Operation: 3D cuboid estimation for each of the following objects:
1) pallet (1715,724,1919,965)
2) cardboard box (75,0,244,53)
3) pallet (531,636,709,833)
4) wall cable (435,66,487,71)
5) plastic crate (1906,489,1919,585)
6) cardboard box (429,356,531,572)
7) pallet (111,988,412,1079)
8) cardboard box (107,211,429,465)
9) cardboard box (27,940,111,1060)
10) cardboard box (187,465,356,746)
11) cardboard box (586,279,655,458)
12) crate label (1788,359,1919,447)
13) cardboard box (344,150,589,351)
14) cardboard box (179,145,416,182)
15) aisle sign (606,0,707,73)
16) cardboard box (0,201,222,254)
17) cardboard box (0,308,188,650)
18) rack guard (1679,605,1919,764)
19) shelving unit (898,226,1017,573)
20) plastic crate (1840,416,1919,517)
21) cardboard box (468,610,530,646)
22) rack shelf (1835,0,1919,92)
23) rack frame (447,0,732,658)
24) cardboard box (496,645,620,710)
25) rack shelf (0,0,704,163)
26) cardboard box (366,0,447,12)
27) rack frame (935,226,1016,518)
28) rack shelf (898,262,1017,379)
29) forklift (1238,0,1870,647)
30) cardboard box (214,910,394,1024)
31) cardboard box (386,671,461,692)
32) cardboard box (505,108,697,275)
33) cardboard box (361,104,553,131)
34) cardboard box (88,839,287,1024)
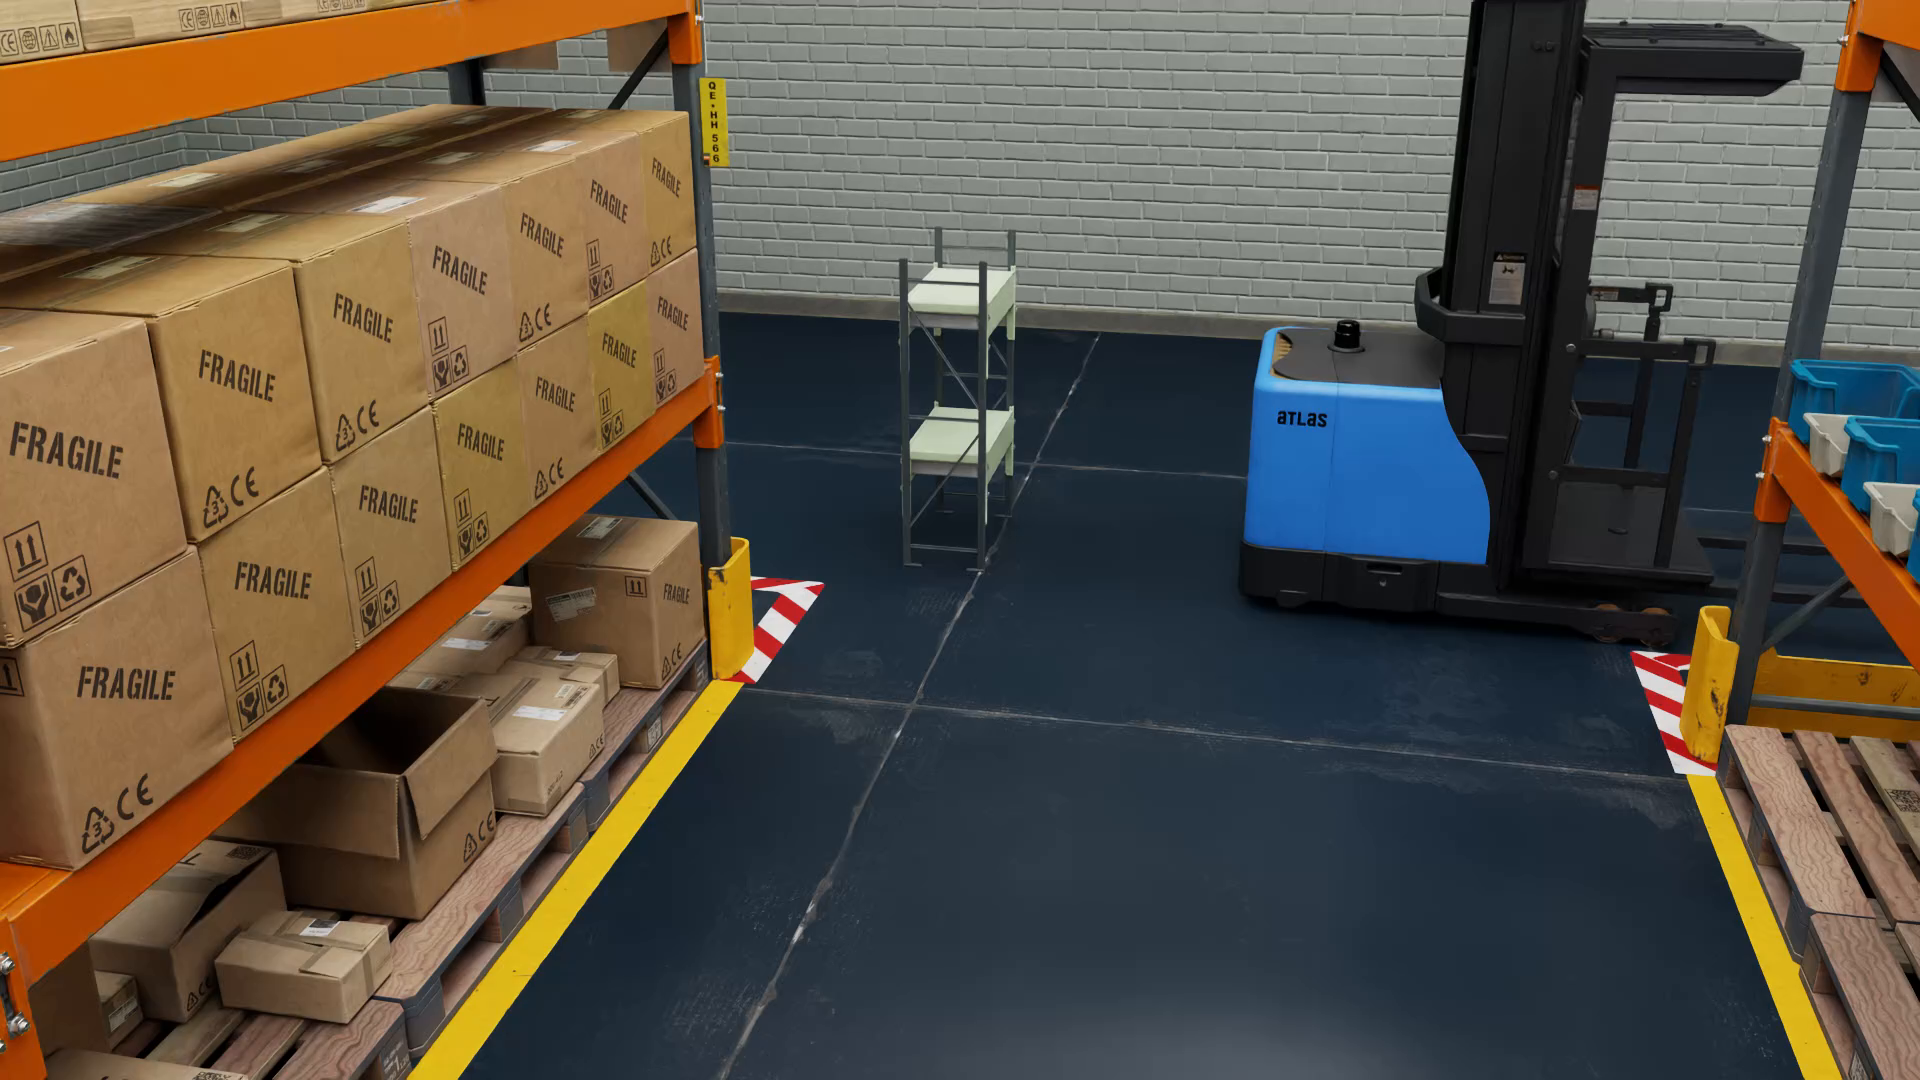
[{"bbox_3d":[3.176,1.029,5.516,1.003,0.211,1.213,4,22,11],"label":"pallet"},{"bbox_3d":[-1.835,-1.143,3.361,0.500,0.250,0.500,4,22,11],"label":"cardboard box"},{"bbox_3d":[-1.643,0.671,6.406,1.003,0.211,1.213,4,22,11],"label":"pallet"},{"bbox_3d":[-4.812,-4.702,12.140,3.097,2.526,0.112,4,22,11],"label":"wall cable"},{"bbox_3d":[2.741,0.033,4.399,0.416,0.233,0.300,4,22,11],"label":"plastic crate"},{"bbox_3d":[-1.604,-0.248,4.819,0.500,0.500,0.500,4,22,10],"label":"cardboard box"},{"bbox_3d":[-2.141,1.563,4.190,1.003,0.211,1.213,4,22,11],"label":"pallet"},{"bbox_3d":[-1.700,-0.517,4.150,0.500,0.500,0.500,4,22,9],"label":"cardboard box"},{"bbox_3d":[-2.444,1.246,4.001,0.500,0.500,0.500,4,22,11],"label":"cardboard box"},{"bbox_3d":[-1.810,0.121,3.903,0.500,0.500,0.500,5,22,12],"label":"cardboard box"},{"bbox_3d":[-1.393,-0.614,5.729,0.500,0.500,0.500,5,22,11],"label":"cardboard box"},{"bbox_3d":[3.010,-0.448,5.595,0.416,0.233,0.303,4,22,11],"label":"crate label"},{"bbox_3d":[-1.491,-0.894,5.085,0.500,0.500,0.500,5,22,12],"label":"cardboard box"},{"bbox_3d":[-2.021,-0.936,5.190,0.500,0.500,0.500,5,22,12],"label":"cardboard box"},{"bbox_3d":[-1.152,-2.150,6.196,0.394,0.787,0.004,4,22,11],"label":"aisle sign"},{"bbox_3d":[-2.228,-0.566,4.271,0.500,0.500,0.500,5,22,11],"label":"cardboard box"},{"bbox_3d":[-1.911,-0.140,3.215,0.500,0.500,0.500,5,22,12],"label":"cardboard box"},{"bbox_3d":[3.374,0.587,6.228,1.175,0.500,0.348,4,22,11],"label":"rack guard"},{"bbox_3d":[-0.001,-0.693,8.067,0.431,1.500,0.755,4,22,11],"label":"shelving unit"},{"bbox_3d":[2.875,-0.207,4.997,0.416,0.233,0.300,4,22,11],"label":"plastic crate"},{"bbox_3d":[-1.939,0.386,6.583,0.380,0.166,0.250,4,22,11],"label":"cardboard box"},{"bbox_3d":[2.974,-0.889,3.495,1.077,0.370,4.000,4,22,11],"label":"rack shelf"},{"bbox_3d":[-1.466,-0.942,6.678,1.000,3.000,0.127,4,22,11],"label":"rack frame"},{"bbox_3d":[-1.507,0.527,6.234,0.380,0.166,0.250,4,22,11],"label":"cardboard box"},{"bbox_3d":[-1.874,-1.268,4.436,1.077,0.370,4.000,4,22,11],"label":"rack shelf"},{"bbox_3d":[-1.633,-1.508,4.269,0.500,0.250,0.500,4,22,11],"label":"cardboard box"},{"bbox_3d":[0.073,-0.827,8.400,0.400,1.500,0.023,4,22,11],"label":"rack frame"},{"bbox_3d":[-0.001,-1.055,7.922,0.431,0.370,0.720,4,22,11],"label":"rack shelf"},{"bbox_3d":[2.846,-1.114,7.197,3.031,2.935,1.130,5,22,12],"label":"forklift"},{"bbox_3d":[-1.818,1.177,4.620,0.380,0.166,0.250,4,22,11],"label":"cardboard box"},{"bbox_3d":[-2.059,0.672,5.761,0.500,0.250,0.500,4,22,11],"label":"cardboard box"},{"bbox_3d":[-1.288,-1.269,6.016,0.500,0.500,0.500,4,22,10],"label":"cardboard box"},{"bbox_3d":[-1.815,-1.310,6.119,0.500,0.500,0.500,5,23,13],"label":"cardboard box"},{"bbox_3d":[-2.291,1.060,4.718,0.500,0.311,0.500,4,22,11],"label":"cardboard box"}]
